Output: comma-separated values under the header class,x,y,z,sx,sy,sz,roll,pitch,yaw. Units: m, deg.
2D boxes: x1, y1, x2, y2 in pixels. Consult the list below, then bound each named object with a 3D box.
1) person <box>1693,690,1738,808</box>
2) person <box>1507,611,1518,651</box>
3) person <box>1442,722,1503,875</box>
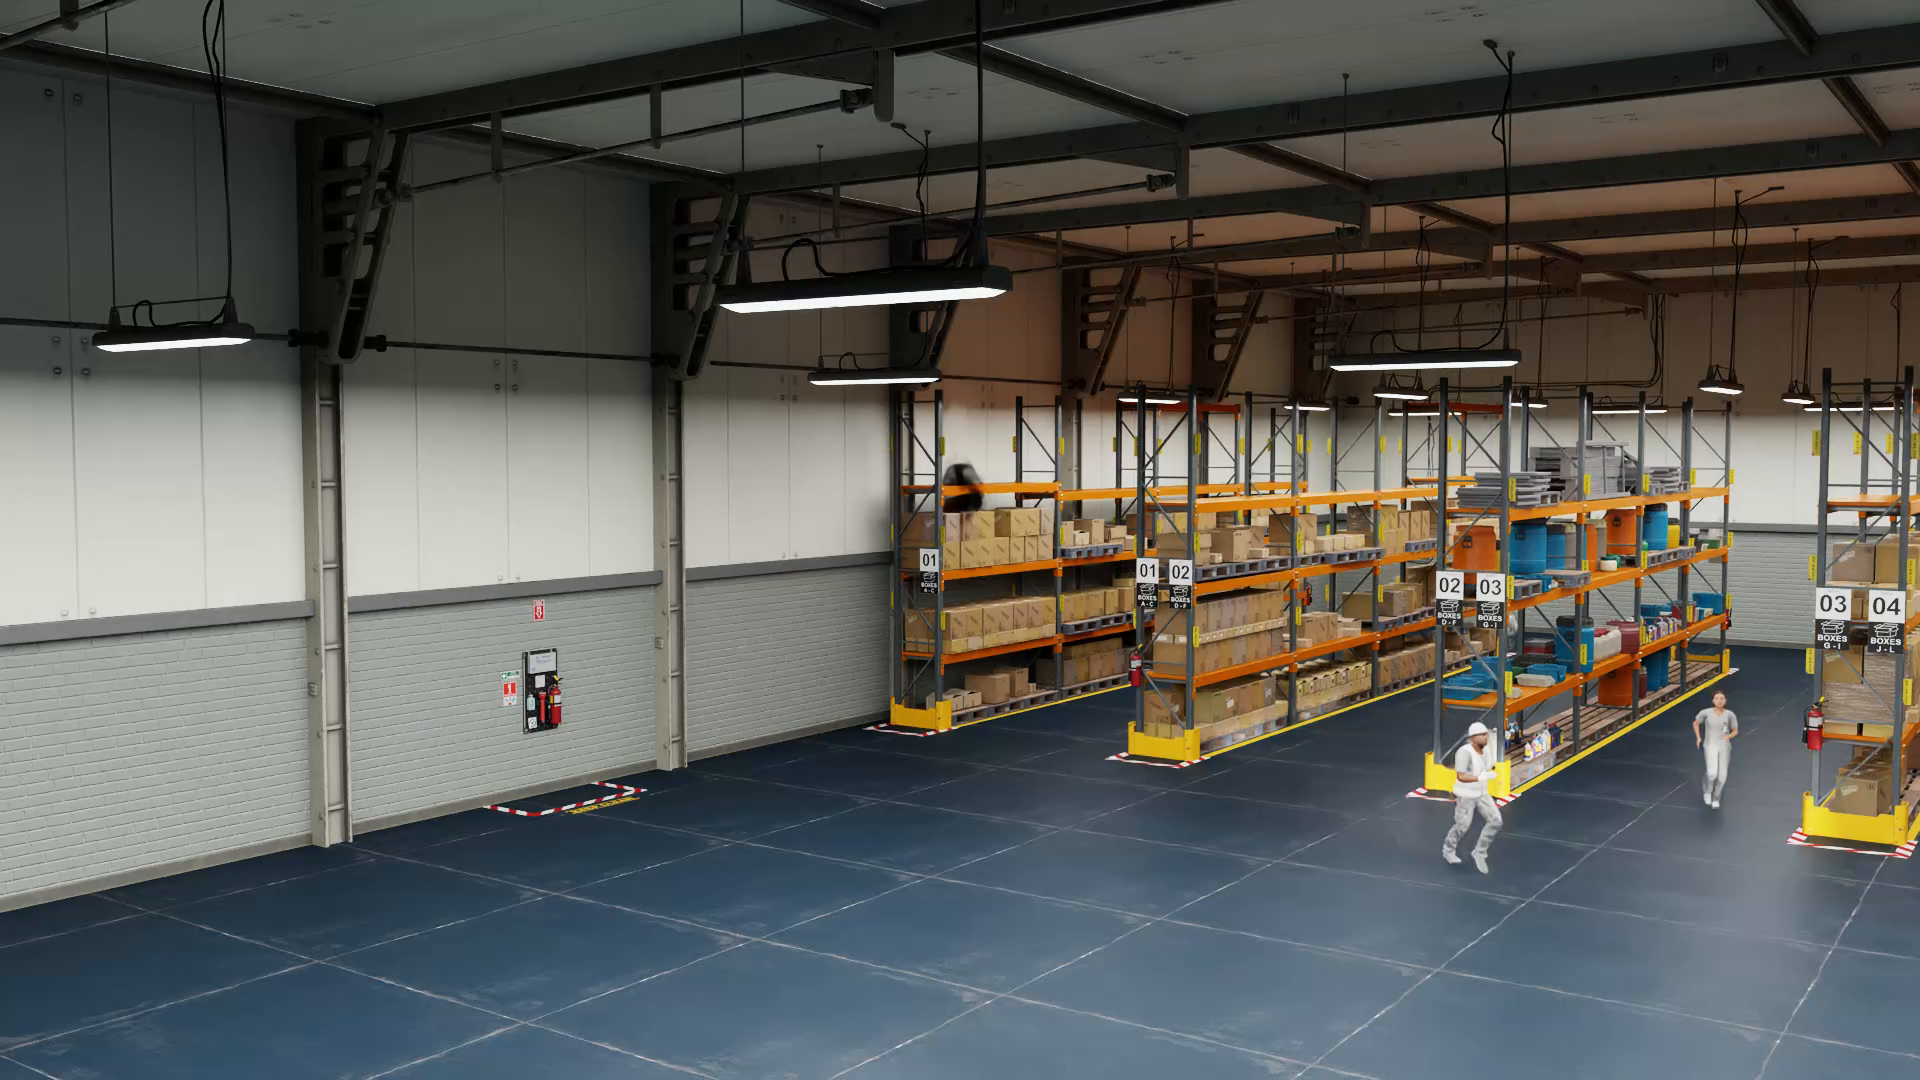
class,x,y,z,sx,sy,sz,roll,pitch,yaw
person,10.410,2.887,22.884,0.549,1.637,0.602,1,3,16
person,13.307,1.855,40.438,0.651,1.720,0.591,-2,4,-36
person,6.024,3.015,19.543,0.715,1.784,0.836,-2,4,-34
